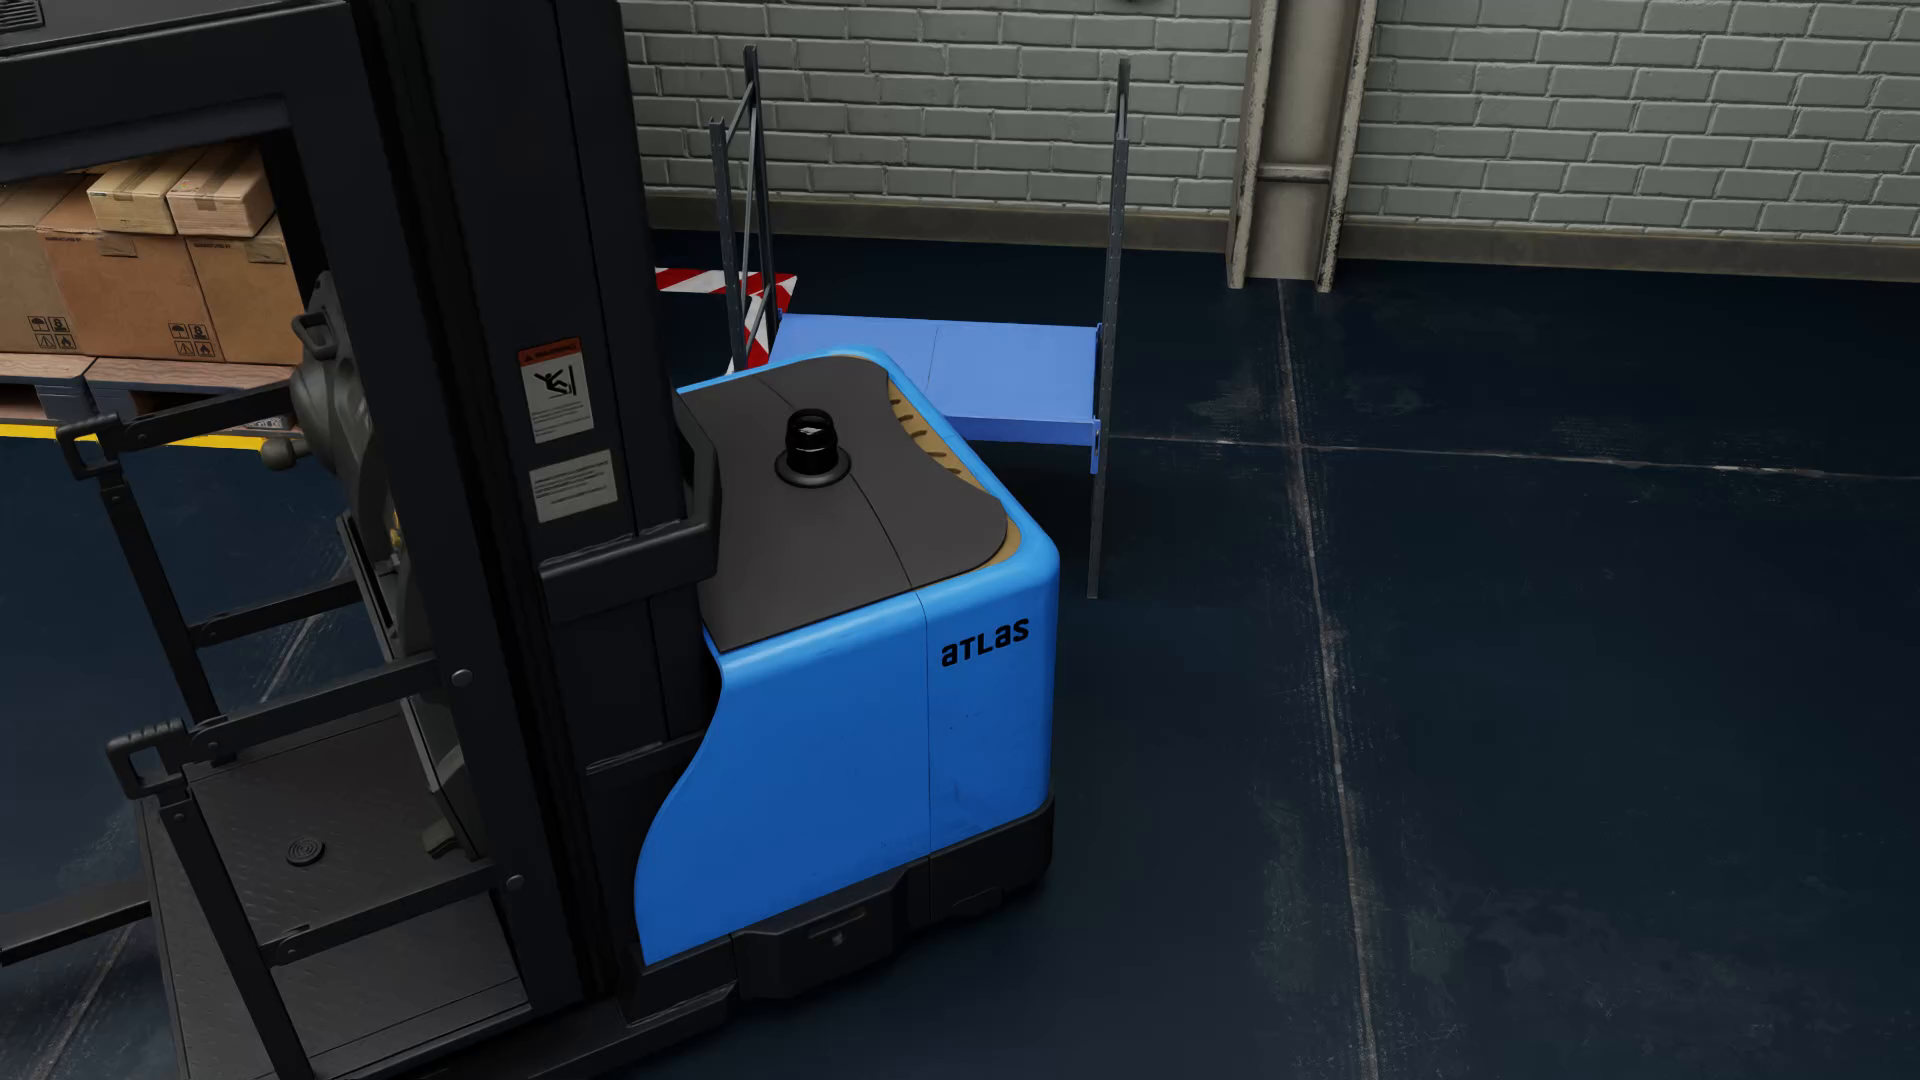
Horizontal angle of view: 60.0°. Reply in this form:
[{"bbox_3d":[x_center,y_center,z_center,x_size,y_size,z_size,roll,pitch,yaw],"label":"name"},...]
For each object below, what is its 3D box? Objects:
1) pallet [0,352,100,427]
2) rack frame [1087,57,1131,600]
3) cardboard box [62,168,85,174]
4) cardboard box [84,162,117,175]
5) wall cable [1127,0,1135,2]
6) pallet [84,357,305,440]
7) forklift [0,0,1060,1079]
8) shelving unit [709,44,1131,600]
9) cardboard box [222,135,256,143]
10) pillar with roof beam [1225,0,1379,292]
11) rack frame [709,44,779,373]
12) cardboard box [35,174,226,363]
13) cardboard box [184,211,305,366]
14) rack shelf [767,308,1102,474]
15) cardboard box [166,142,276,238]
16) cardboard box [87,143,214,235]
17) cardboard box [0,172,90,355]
[{"bbox_3d":[-3.528,-0.811,6.080,1.213,0.211,1.003,3,39,4],"label":"pallet"},{"bbox_3d":[0.421,-0.559,4.748,0.032,1.500,0.500,3,39,4],"label":"rack frame"},{"bbox_3d":[-3.084,-1.424,5.757,0.250,0.149,0.380,4,39,4],"label":"cardboard box"},{"bbox_3d":[-2.831,-1.411,5.741,0.250,0.149,0.380,3,39,4],"label":"cardboard box"},{"bbox_3d":[-0.155,-2.750,5.447,1.851,1.984,0.084,3,39,4],"label":"wall cable"},{"bbox_3d":[-2.316,-0.743,5.996,1.213,0.211,1.003,3,39,4],"label":"pallet"},{"bbox_3d":[-1.320,-0.124,3.080,3.031,2.935,1.130,-18,42,-21],"label":"forklift"},{"bbox_3d":[-0.085,-0.586,4.782,1.048,1.500,0.538,3,39,4],"label":"shelving unit"},{"bbox_3d":[-2.581,-1.397,5.724,0.250,0.149,0.380,3,39,4],"label":"cardboard box"},{"bbox_3d":[0.881,-1.847,0.390,0.400,9.000,9.100,3,39,4],"label":"pillar with roof beam"},{"bbox_3d":[-0.591,-0.614,4.816,0.032,1.500,0.500,3,39,4],"label":"rack frame"},{"bbox_3d":[-2.717,-1.026,5.782,0.500,0.500,0.700,3,39,4],"label":"cardboard box"},{"bbox_3d":[-2.218,-0.999,5.749,0.500,0.500,0.700,3,39,4],"label":"cardboard box"},{"bbox_3d":[-0.085,-0.447,4.896,1.000,0.185,0.538,3,39,4],"label":"rack shelf"},{"bbox_3d":[-2.362,-1.143,5.412,0.250,0.149,0.380,3,39,3],"label":"cardboard box"},{"bbox_3d":[-2.617,-1.157,5.428,0.250,0.149,0.380,4,39,5],"label":"cardboard box"},{"bbox_3d":[-3.218,-1.053,5.815,0.500,0.500,0.700,2,39,2],"label":"cardboard box"}]
